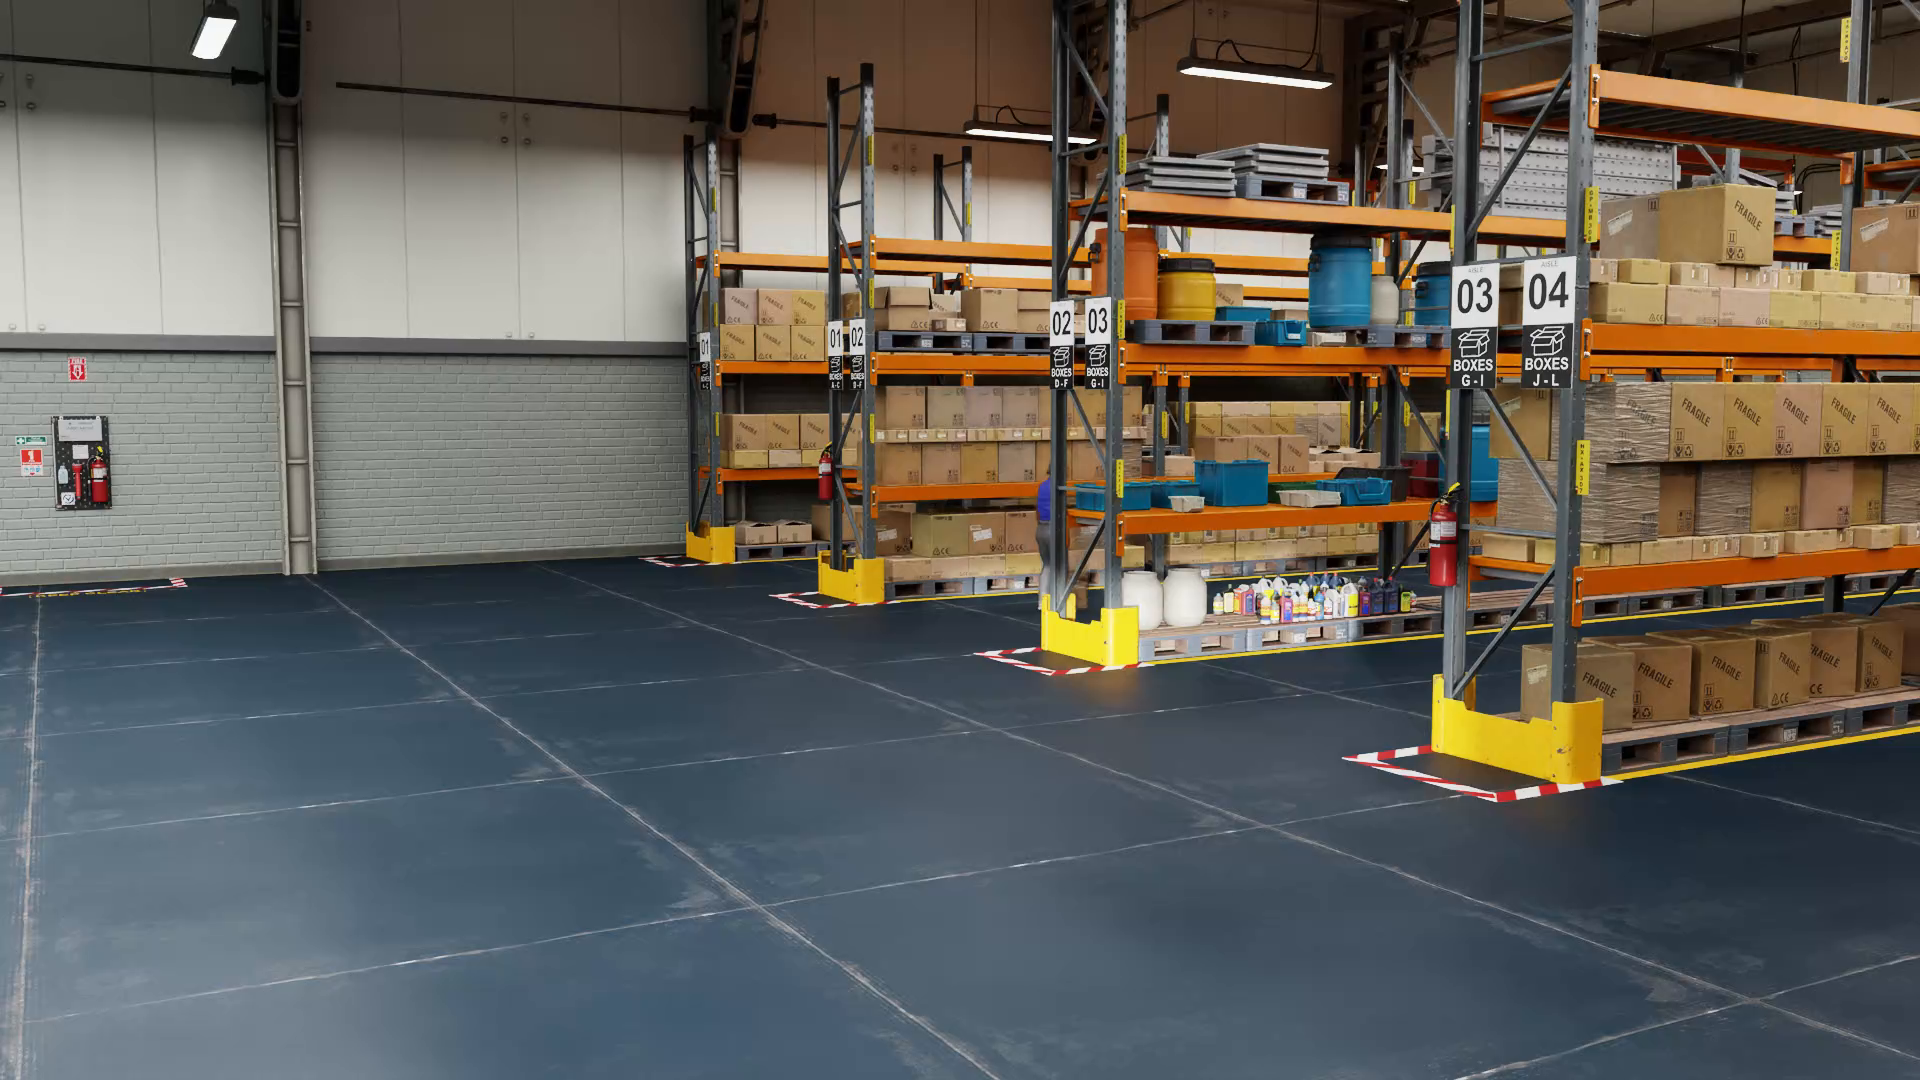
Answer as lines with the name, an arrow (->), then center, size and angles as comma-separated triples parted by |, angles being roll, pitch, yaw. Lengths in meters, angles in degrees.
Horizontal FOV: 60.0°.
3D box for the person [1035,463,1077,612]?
person -> 1.020, -0.049, 18.085 | 0.348, 1.653, 0.513 | -3, 6, -31
